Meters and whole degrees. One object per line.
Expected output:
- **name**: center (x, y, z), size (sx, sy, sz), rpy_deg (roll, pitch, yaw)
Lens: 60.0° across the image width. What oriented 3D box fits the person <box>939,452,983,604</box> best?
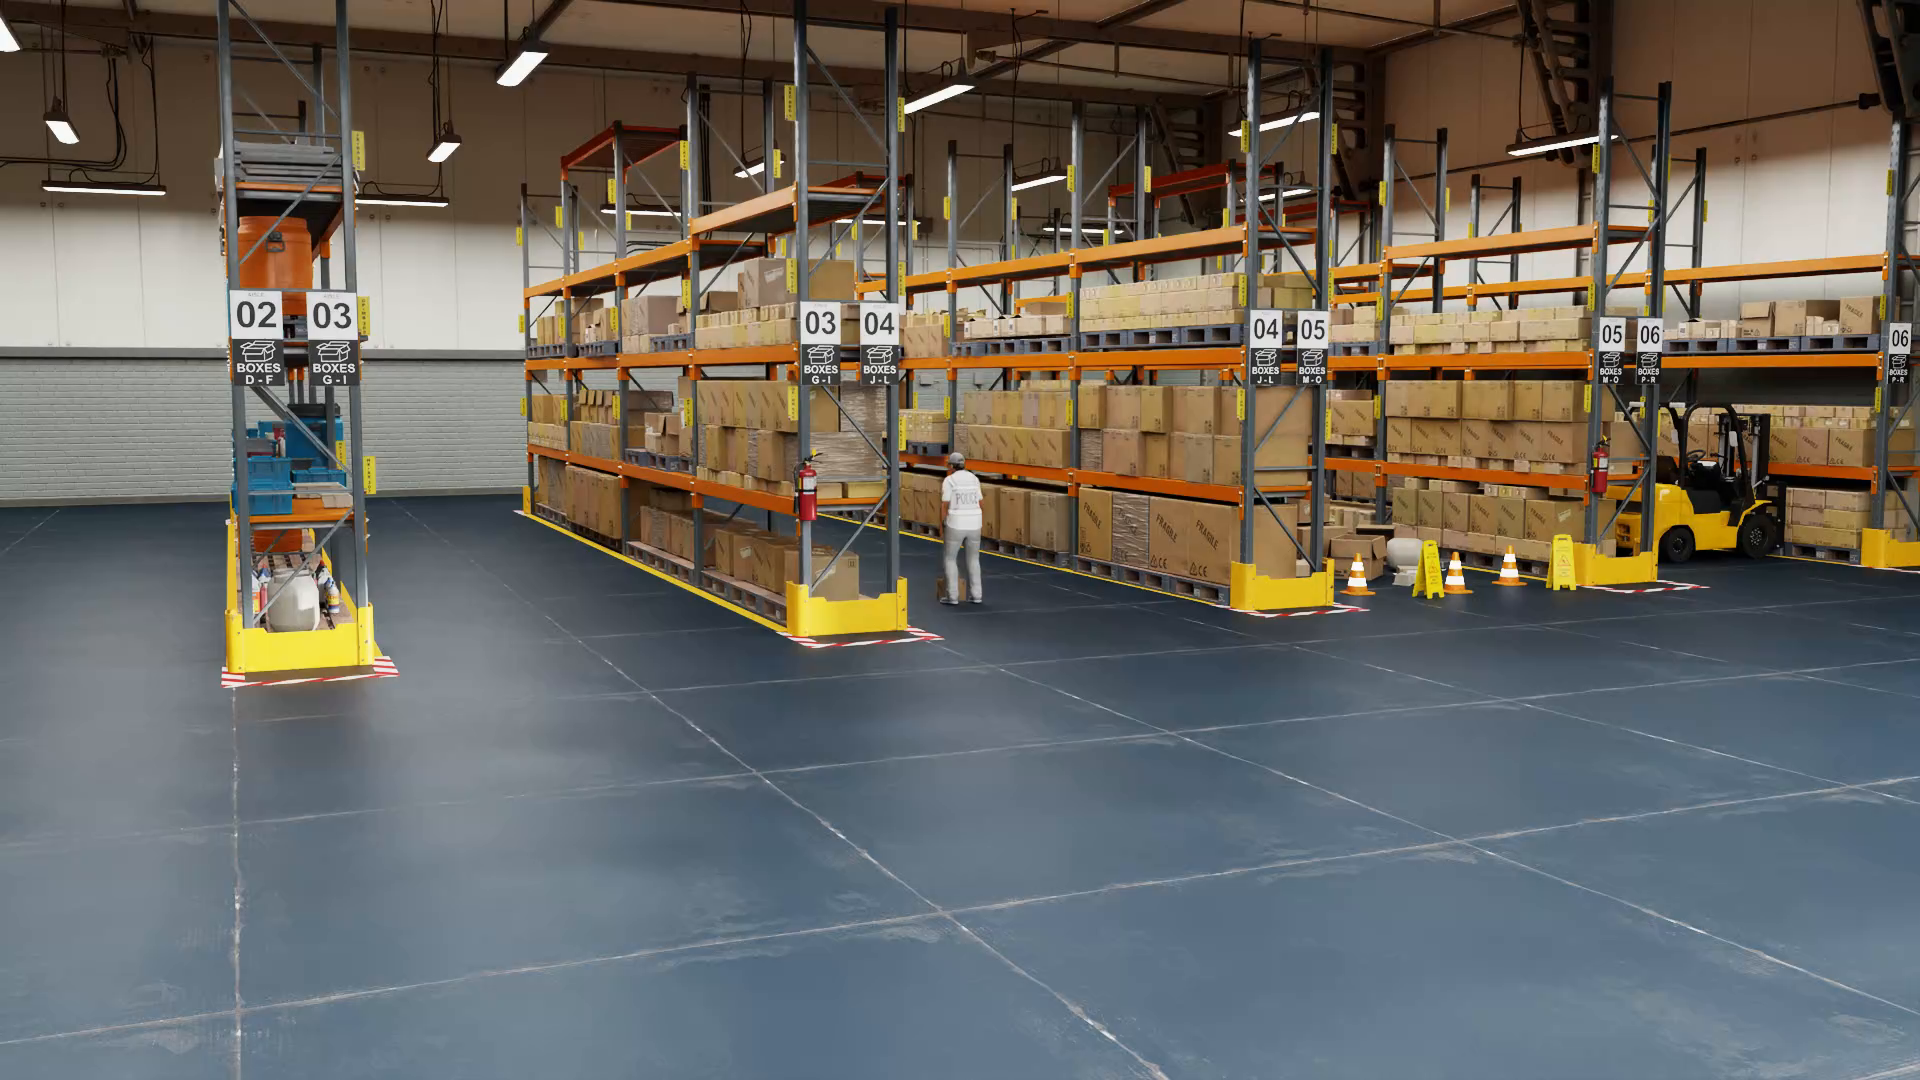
- **person**: center (0.012, -0.130, 18.319), size (0.538, 1.666, 0.461), rpy_deg (-3, 6, -26)
